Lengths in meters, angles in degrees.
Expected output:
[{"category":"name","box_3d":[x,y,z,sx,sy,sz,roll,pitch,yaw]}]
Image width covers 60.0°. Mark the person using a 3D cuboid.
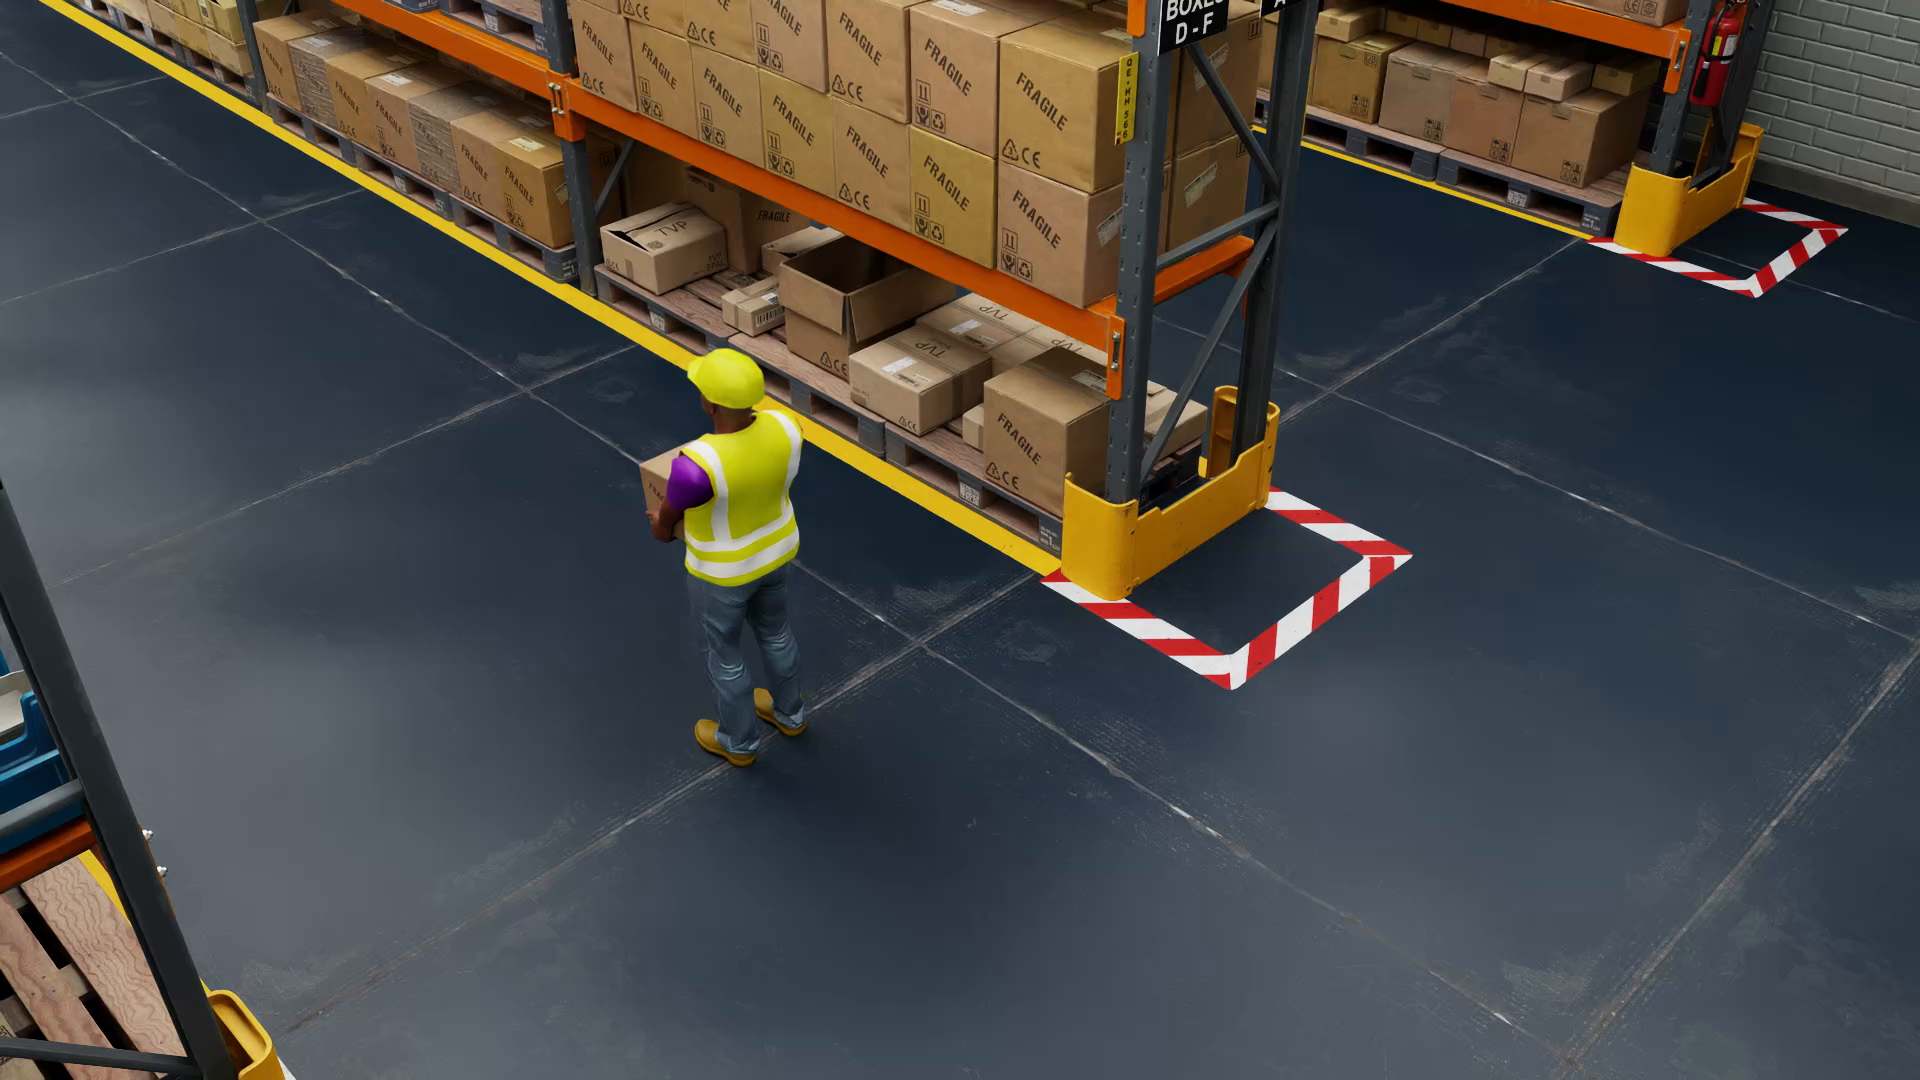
[{"category":"person","box_3d":[-0.872,0.028,6.092,0.503,1.758,0.587,-29,45,-35]}]
